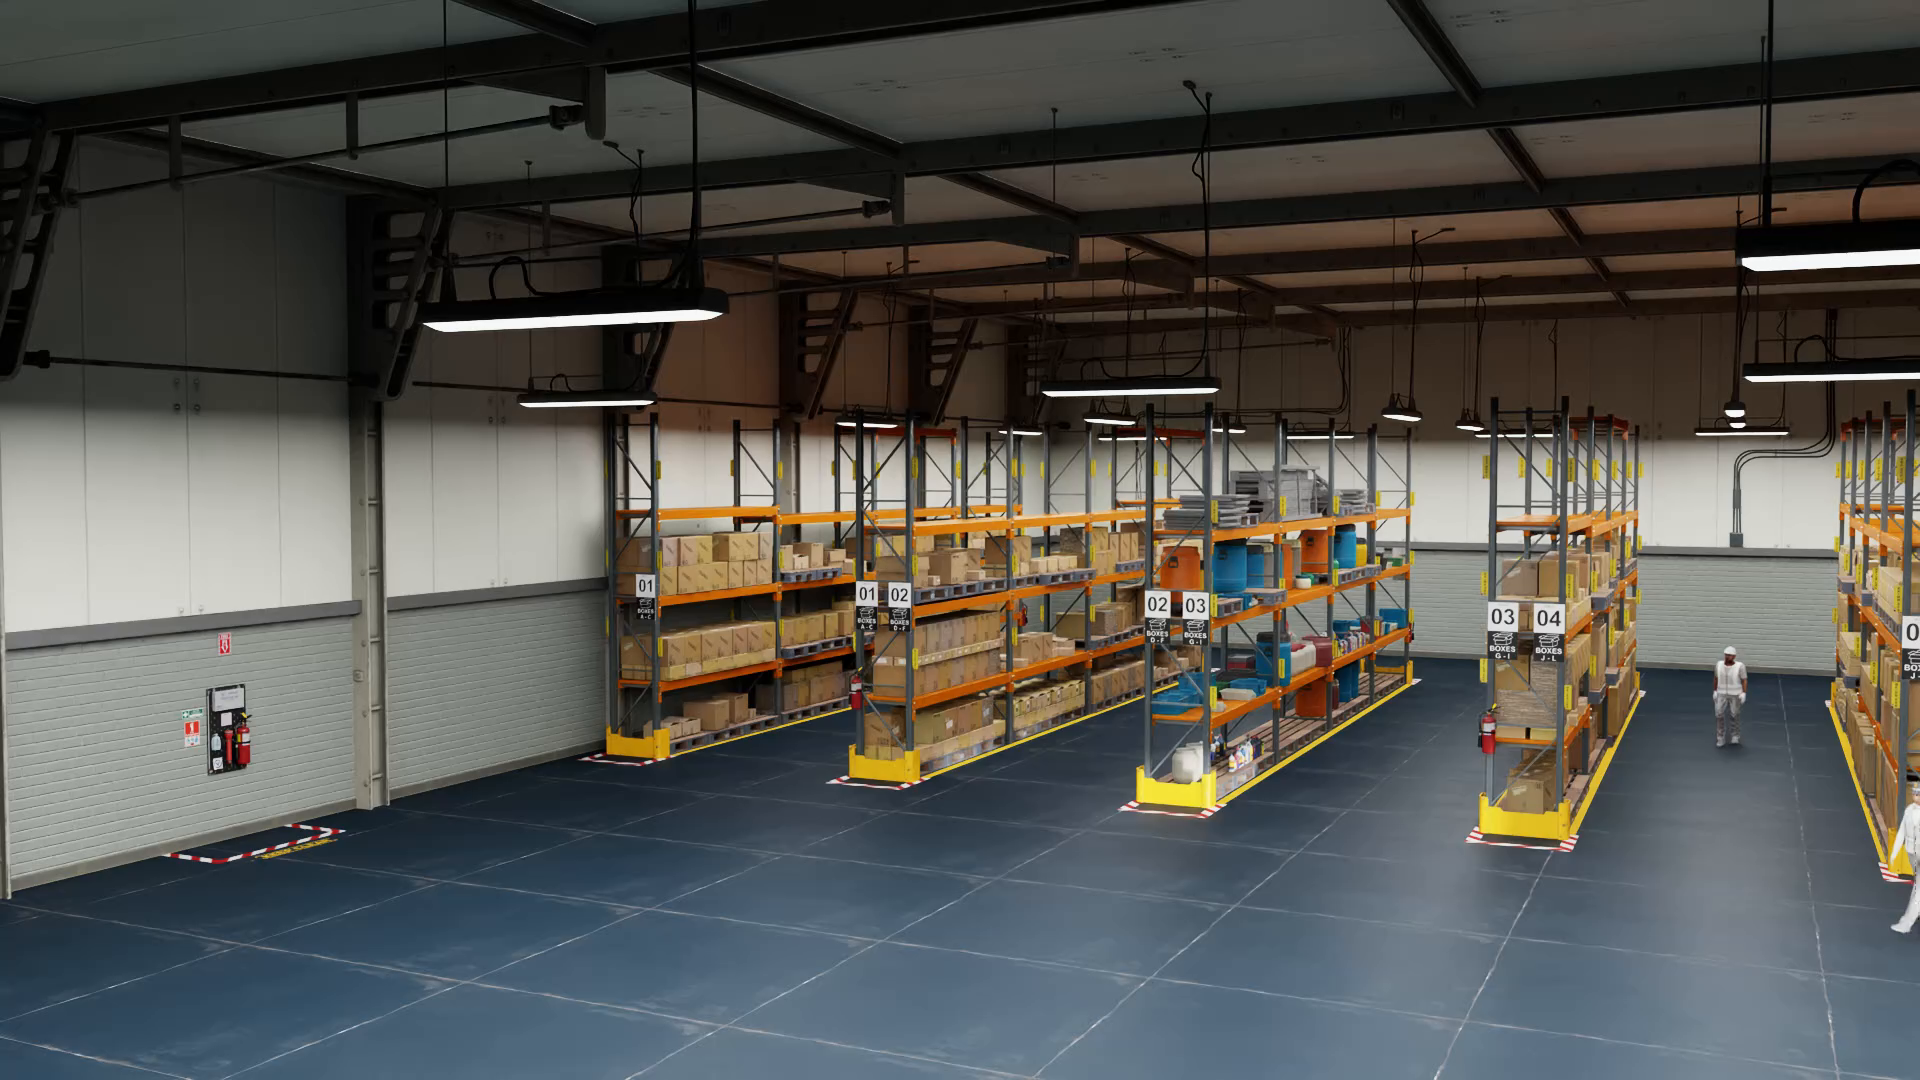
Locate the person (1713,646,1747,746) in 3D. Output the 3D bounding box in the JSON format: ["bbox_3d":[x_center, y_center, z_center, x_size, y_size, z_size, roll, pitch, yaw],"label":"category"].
[{"bbox_3d":[14.011,2.855,30.265,0.621,1.842,0.545,2,3,42],"label":"person"}]

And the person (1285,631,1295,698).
[{"bbox_3d":[7.131,2.618,36.501,0.700,1.709,0.595,-2,3,-44],"label":"person"}]

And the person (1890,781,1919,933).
[{"bbox_3d":[10.362,3.414,18.005,1.018,1.613,0.519,-1,3,-18],"label":"person"}]
